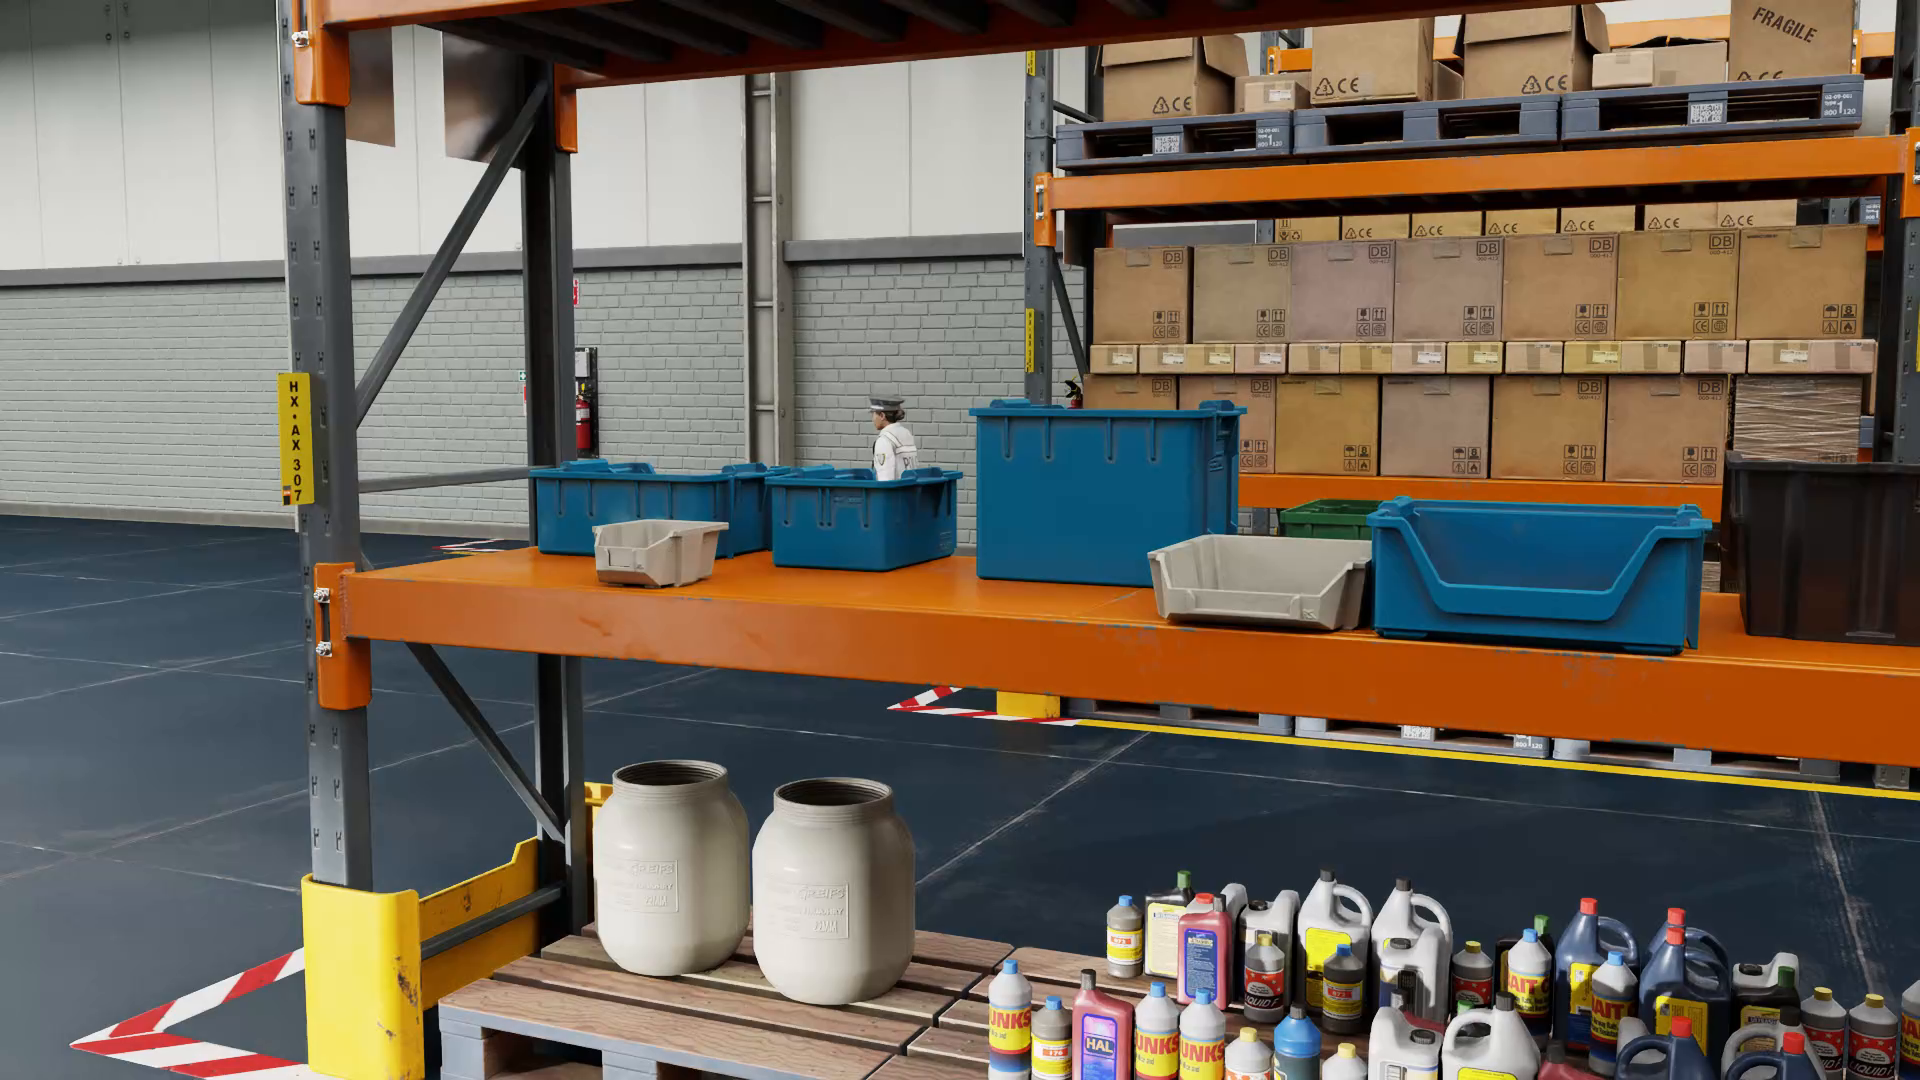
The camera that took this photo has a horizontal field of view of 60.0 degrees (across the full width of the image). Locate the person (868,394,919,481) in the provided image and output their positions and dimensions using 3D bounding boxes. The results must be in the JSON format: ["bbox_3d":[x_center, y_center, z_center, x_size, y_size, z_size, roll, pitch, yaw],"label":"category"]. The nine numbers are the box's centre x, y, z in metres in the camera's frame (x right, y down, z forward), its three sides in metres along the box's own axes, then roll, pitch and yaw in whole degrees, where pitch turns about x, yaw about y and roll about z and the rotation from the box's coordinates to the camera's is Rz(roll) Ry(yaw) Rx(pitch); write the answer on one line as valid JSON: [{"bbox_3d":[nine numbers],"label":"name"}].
[{"bbox_3d":[-0.463,-0.199,11.756,0.372,1.664,0.529,3,6,24],"label":"person"}]
